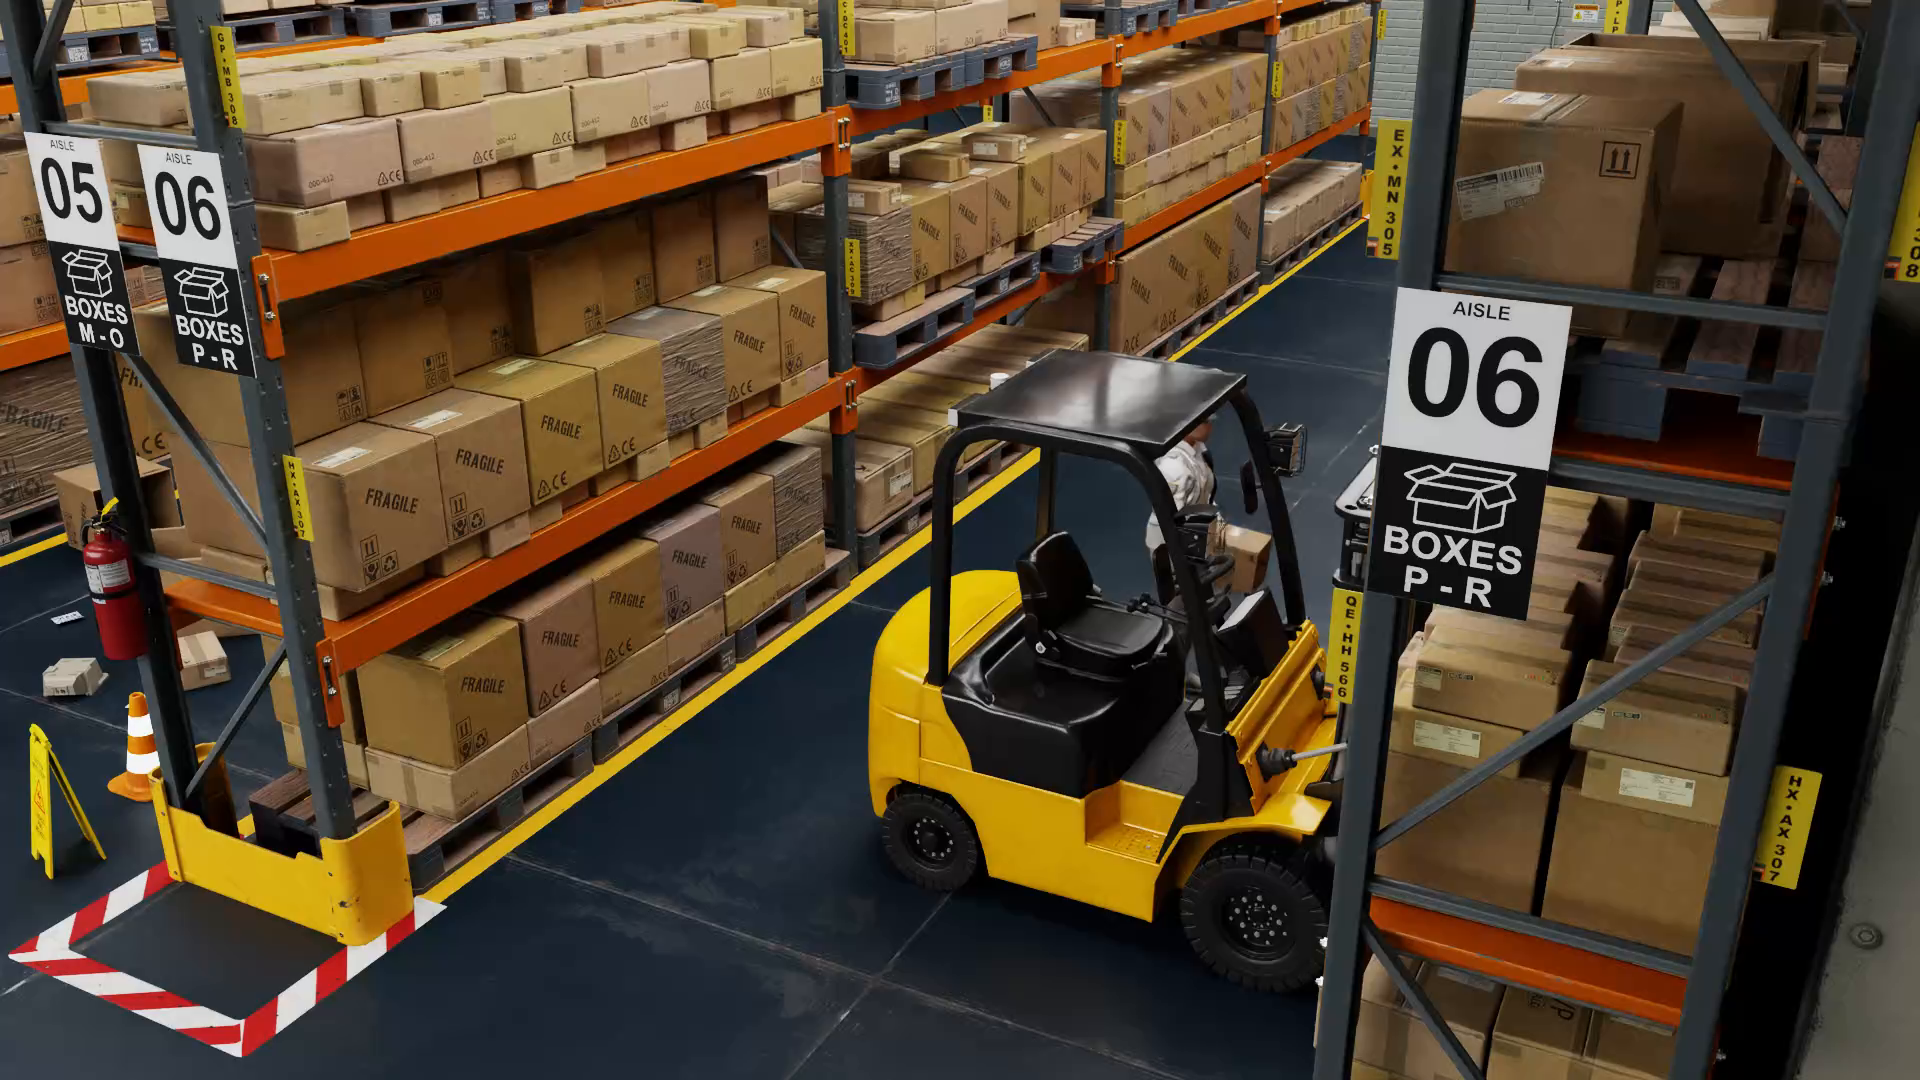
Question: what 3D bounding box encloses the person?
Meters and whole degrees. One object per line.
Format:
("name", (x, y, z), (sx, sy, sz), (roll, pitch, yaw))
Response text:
("person", (1.162, 0.045, 8.457), (0.411, 1.684, 0.500), (11, 25, 24))
